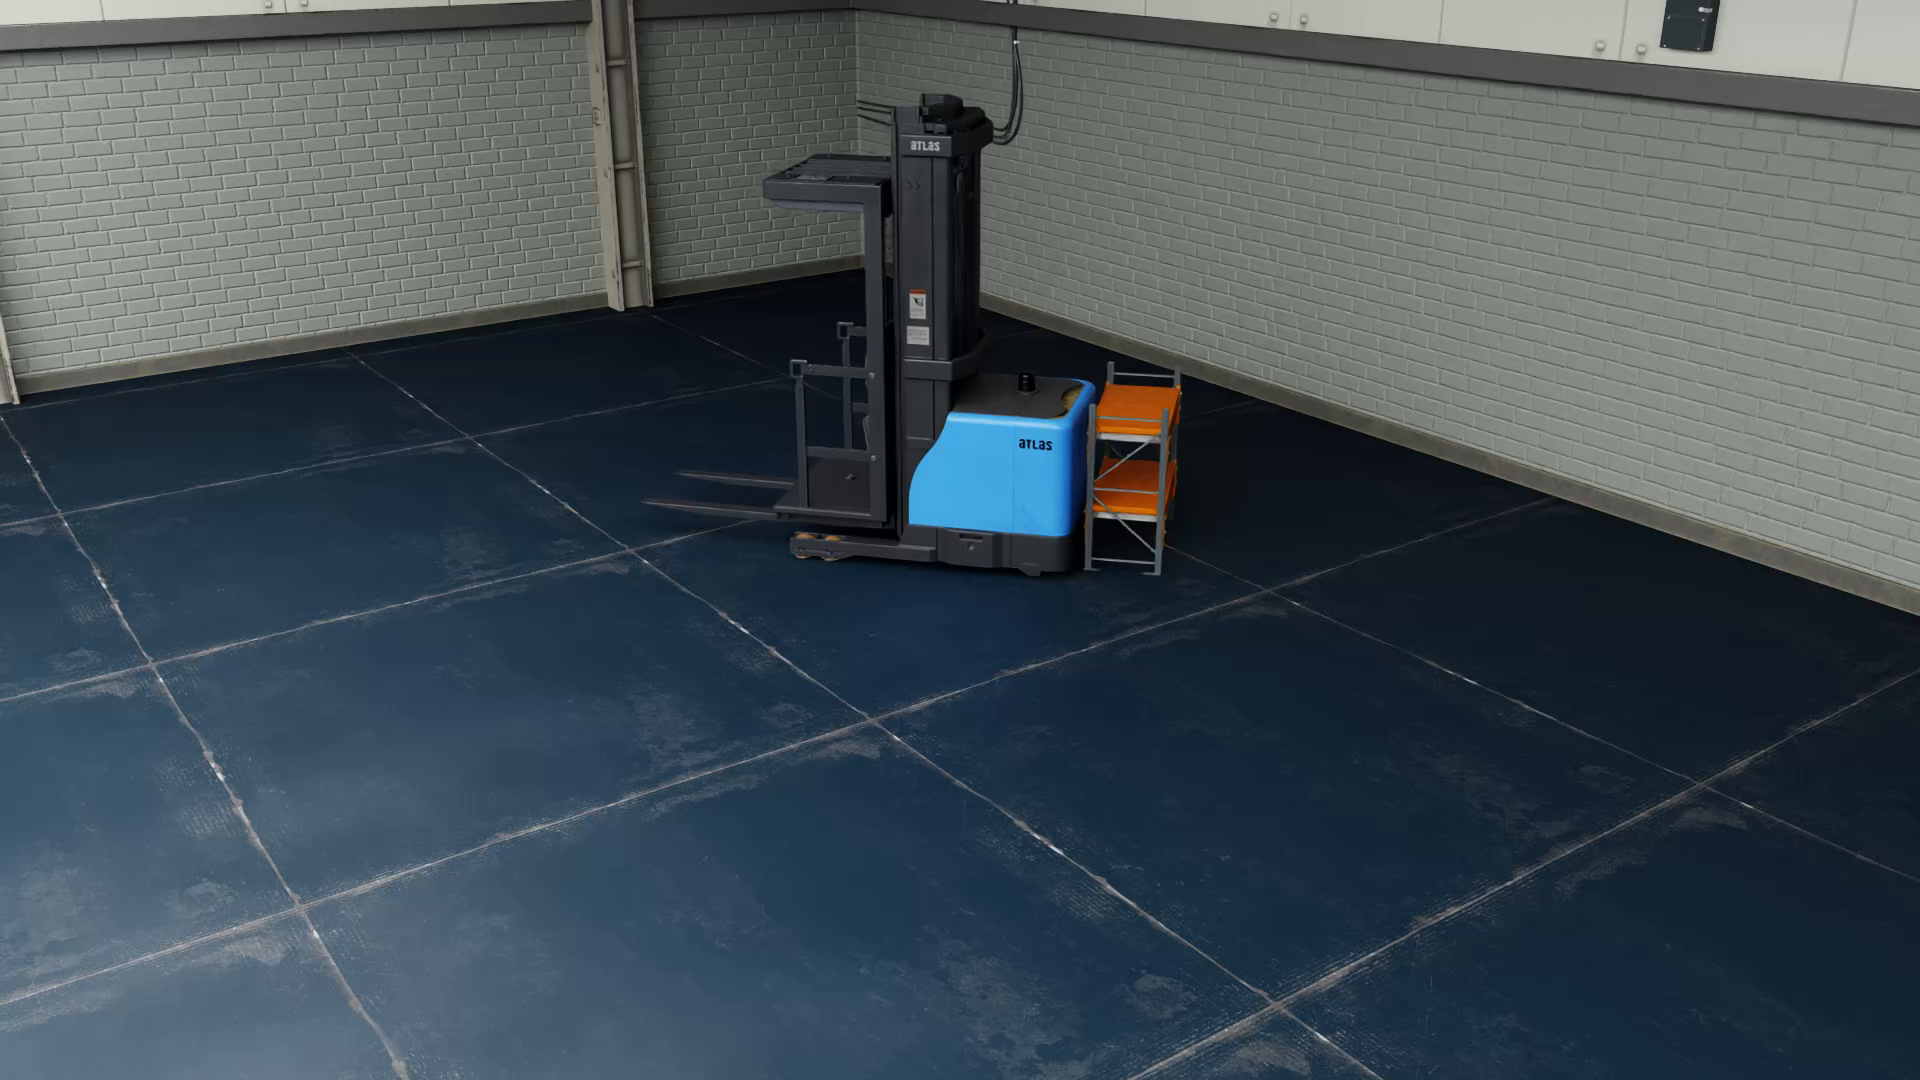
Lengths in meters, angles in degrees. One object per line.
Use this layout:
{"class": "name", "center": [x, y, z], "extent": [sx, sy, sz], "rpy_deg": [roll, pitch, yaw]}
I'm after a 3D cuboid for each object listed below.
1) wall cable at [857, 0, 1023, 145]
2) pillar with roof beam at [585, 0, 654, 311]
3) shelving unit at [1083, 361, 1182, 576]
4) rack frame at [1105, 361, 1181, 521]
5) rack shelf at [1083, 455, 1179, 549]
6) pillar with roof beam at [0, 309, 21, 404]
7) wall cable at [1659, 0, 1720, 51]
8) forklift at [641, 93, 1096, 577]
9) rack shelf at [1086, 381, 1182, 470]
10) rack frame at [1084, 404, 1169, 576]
{"class": "wall cable", "center": [-0.323, -5.459, 17.124], "extent": [0.112, 2.526, 3.097], "rpy_deg": [-15, 26, -33]}
{"class": "pillar with roof beam", "center": [-0.972, -5.366, 12.702], "extent": [0.400, 9.000, 9.100], "rpy_deg": [-15, 26, -33]}
{"class": "shelving unit", "center": [1.163, -0.498, 11.127], "extent": [0.538, 1.125, 1.048], "rpy_deg": [4, 22, 10]}
{"class": "rack frame", "center": [1.262, -0.683, 11.590], "extent": [0.500, 1.125, 0.032], "rpy_deg": [4, 22, 10]}
{"class": "rack shelf", "center": [1.163, -0.271, 11.218], "extent": [0.538, 0.278, 1.000], "rpy_deg": [4, 22, 10]}
{"class": "pillar with roof beam", "center": [-5.843, -4.067, 9.447], "extent": [0.400, 9.000, 9.100], "rpy_deg": [-15, 26, -33]}
{"class": "wall cable", "center": [5.209, -5.621, 8.752], "extent": [0.169, 6.003, 2.305], "rpy_deg": [-15, 26, -33]}
{"class": "forklift", "center": [-0.649, -1.401, 10.954], "extent": [3.031, 2.935, 1.130], "rpy_deg": [5, 22, 13]}
{"class": "rack shelf", "center": [1.164, -0.770, 11.018], "extent": [0.538, 0.278, 1.000], "rpy_deg": [4, 22, 10]}
{"class": "rack frame", "center": [1.064, -0.314, 10.664], "extent": [0.500, 1.125, 0.032], "rpy_deg": [4, 22, 10]}
